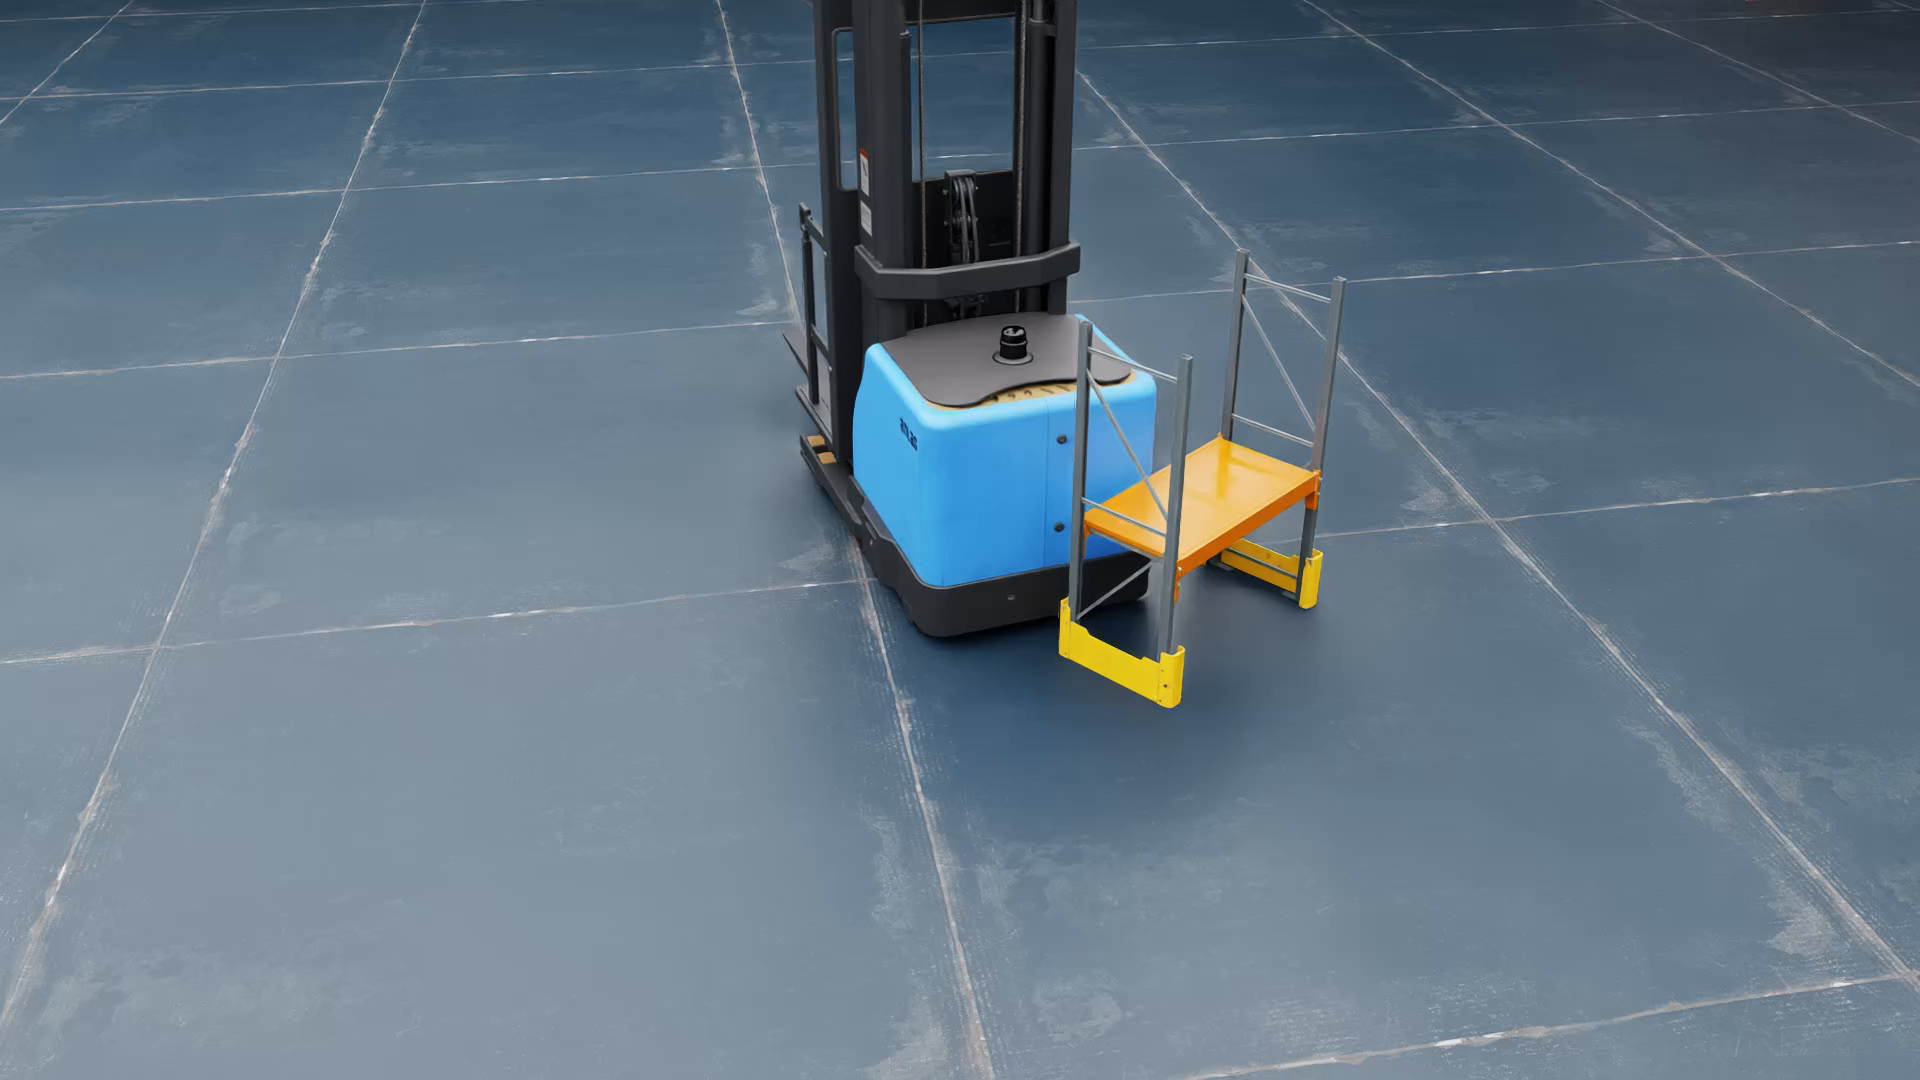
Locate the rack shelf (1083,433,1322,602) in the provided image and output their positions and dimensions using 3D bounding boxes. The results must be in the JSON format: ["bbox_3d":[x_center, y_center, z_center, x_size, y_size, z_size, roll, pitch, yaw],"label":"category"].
[{"bbox_3d":[0.981,-0.115,6.821,0.538,0.185,1.000,25,39,36],"label":"rack shelf"}]

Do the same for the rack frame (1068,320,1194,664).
[{"bbox_3d":[0.635,-0.082,6.409,0.500,1.500,0.032,25,39,36],"label":"rack frame"}]

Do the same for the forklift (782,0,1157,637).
[{"bbox_3d":[-0.161,-1.594,7.569,1.130,2.935,3.031,-10,32,-17],"label":"forklift"}]

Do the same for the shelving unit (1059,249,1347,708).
[{"bbox_3d":[0.987,-0.274,6.736,0.587,1.500,1.083,25,39,36],"label":"shelving unit"}]

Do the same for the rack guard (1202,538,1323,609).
[{"bbox_3d":[1.326,0.080,7.367,0.587,0.250,0.087,25,39,36],"label":"rack guard"}]

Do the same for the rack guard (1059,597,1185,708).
[{"bbox_3d":[0.648,0.450,6.738,0.587,0.250,0.087,25,39,36],"label":"rack guard"}]

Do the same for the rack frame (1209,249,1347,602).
[{"bbox_3d":[1.327,-0.459,7.051,0.500,1.500,0.032,25,39,36],"label":"rack frame"}]
